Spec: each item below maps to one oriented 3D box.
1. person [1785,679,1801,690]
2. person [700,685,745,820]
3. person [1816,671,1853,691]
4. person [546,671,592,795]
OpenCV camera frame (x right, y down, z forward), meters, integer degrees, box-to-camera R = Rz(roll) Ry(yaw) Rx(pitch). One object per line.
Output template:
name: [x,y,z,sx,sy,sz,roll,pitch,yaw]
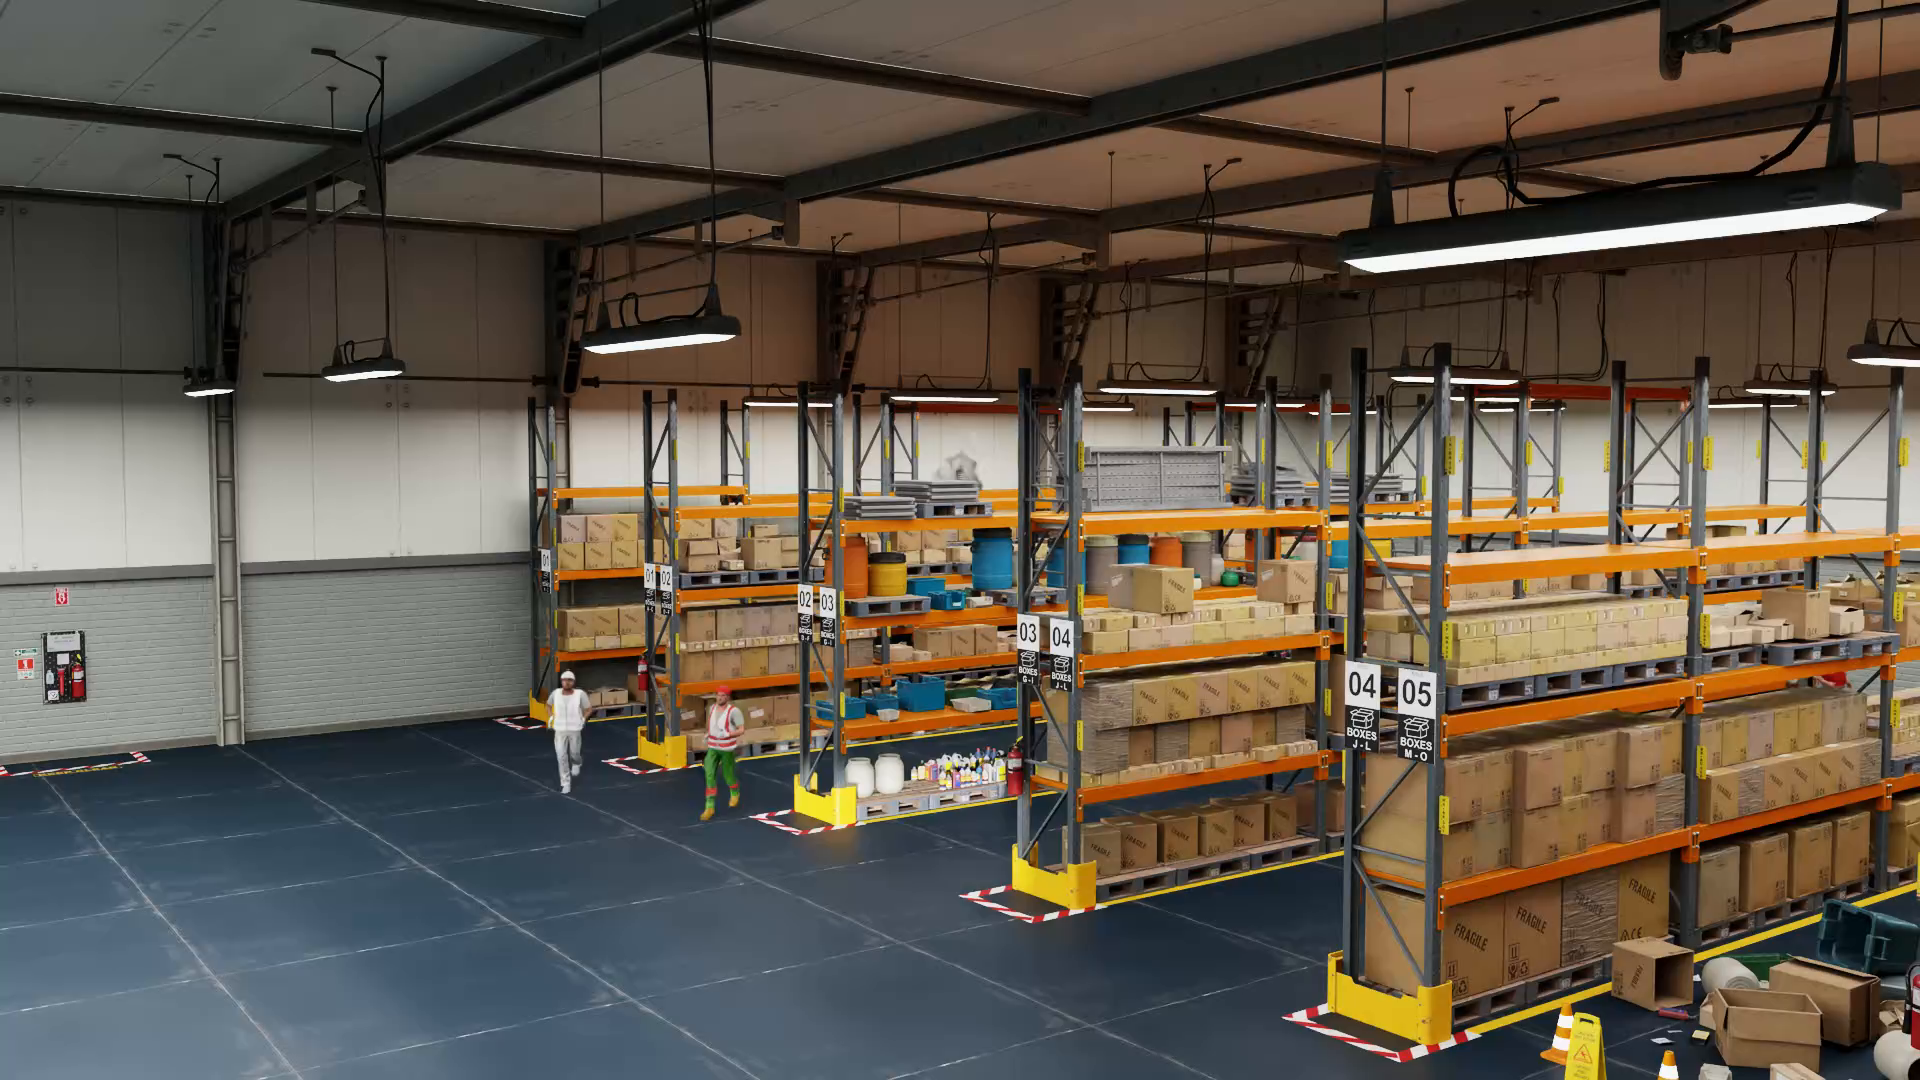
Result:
person: [12.336,2.844,24.712,0.555,1.731,0.863,3,5,42]
person: [-3.266,2.887,22.944,0.646,1.786,0.971,1,4,17]
person: [15.120,2.631,28.869,0.689,1.696,0.563,-1,3,-13]
person: [-5.822,2.832,24.705,0.681,1.775,0.831,0,3,-7]
